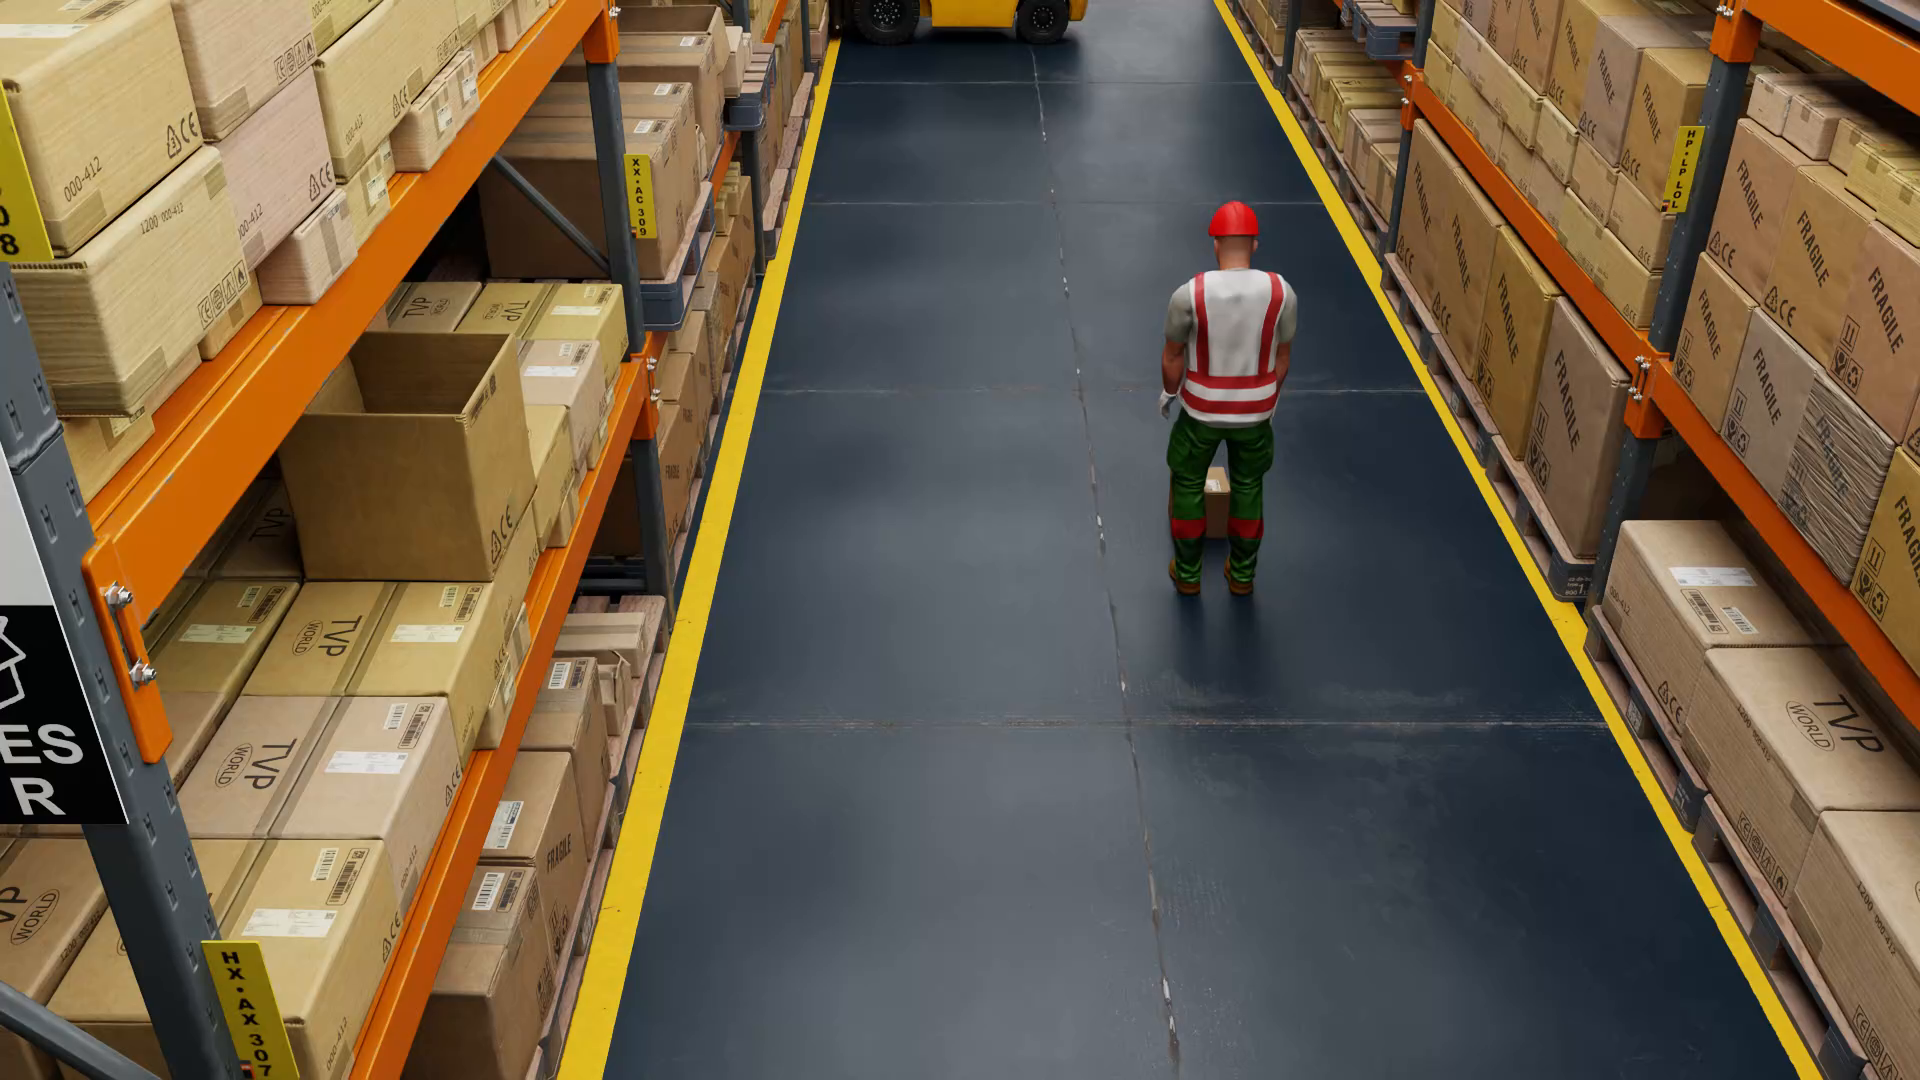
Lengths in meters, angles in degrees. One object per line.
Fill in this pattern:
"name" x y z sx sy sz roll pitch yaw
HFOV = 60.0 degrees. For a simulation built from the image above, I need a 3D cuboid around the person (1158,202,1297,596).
"person" 1.112 -0.575 7.089 0.536 1.757 0.414 1 31 1
